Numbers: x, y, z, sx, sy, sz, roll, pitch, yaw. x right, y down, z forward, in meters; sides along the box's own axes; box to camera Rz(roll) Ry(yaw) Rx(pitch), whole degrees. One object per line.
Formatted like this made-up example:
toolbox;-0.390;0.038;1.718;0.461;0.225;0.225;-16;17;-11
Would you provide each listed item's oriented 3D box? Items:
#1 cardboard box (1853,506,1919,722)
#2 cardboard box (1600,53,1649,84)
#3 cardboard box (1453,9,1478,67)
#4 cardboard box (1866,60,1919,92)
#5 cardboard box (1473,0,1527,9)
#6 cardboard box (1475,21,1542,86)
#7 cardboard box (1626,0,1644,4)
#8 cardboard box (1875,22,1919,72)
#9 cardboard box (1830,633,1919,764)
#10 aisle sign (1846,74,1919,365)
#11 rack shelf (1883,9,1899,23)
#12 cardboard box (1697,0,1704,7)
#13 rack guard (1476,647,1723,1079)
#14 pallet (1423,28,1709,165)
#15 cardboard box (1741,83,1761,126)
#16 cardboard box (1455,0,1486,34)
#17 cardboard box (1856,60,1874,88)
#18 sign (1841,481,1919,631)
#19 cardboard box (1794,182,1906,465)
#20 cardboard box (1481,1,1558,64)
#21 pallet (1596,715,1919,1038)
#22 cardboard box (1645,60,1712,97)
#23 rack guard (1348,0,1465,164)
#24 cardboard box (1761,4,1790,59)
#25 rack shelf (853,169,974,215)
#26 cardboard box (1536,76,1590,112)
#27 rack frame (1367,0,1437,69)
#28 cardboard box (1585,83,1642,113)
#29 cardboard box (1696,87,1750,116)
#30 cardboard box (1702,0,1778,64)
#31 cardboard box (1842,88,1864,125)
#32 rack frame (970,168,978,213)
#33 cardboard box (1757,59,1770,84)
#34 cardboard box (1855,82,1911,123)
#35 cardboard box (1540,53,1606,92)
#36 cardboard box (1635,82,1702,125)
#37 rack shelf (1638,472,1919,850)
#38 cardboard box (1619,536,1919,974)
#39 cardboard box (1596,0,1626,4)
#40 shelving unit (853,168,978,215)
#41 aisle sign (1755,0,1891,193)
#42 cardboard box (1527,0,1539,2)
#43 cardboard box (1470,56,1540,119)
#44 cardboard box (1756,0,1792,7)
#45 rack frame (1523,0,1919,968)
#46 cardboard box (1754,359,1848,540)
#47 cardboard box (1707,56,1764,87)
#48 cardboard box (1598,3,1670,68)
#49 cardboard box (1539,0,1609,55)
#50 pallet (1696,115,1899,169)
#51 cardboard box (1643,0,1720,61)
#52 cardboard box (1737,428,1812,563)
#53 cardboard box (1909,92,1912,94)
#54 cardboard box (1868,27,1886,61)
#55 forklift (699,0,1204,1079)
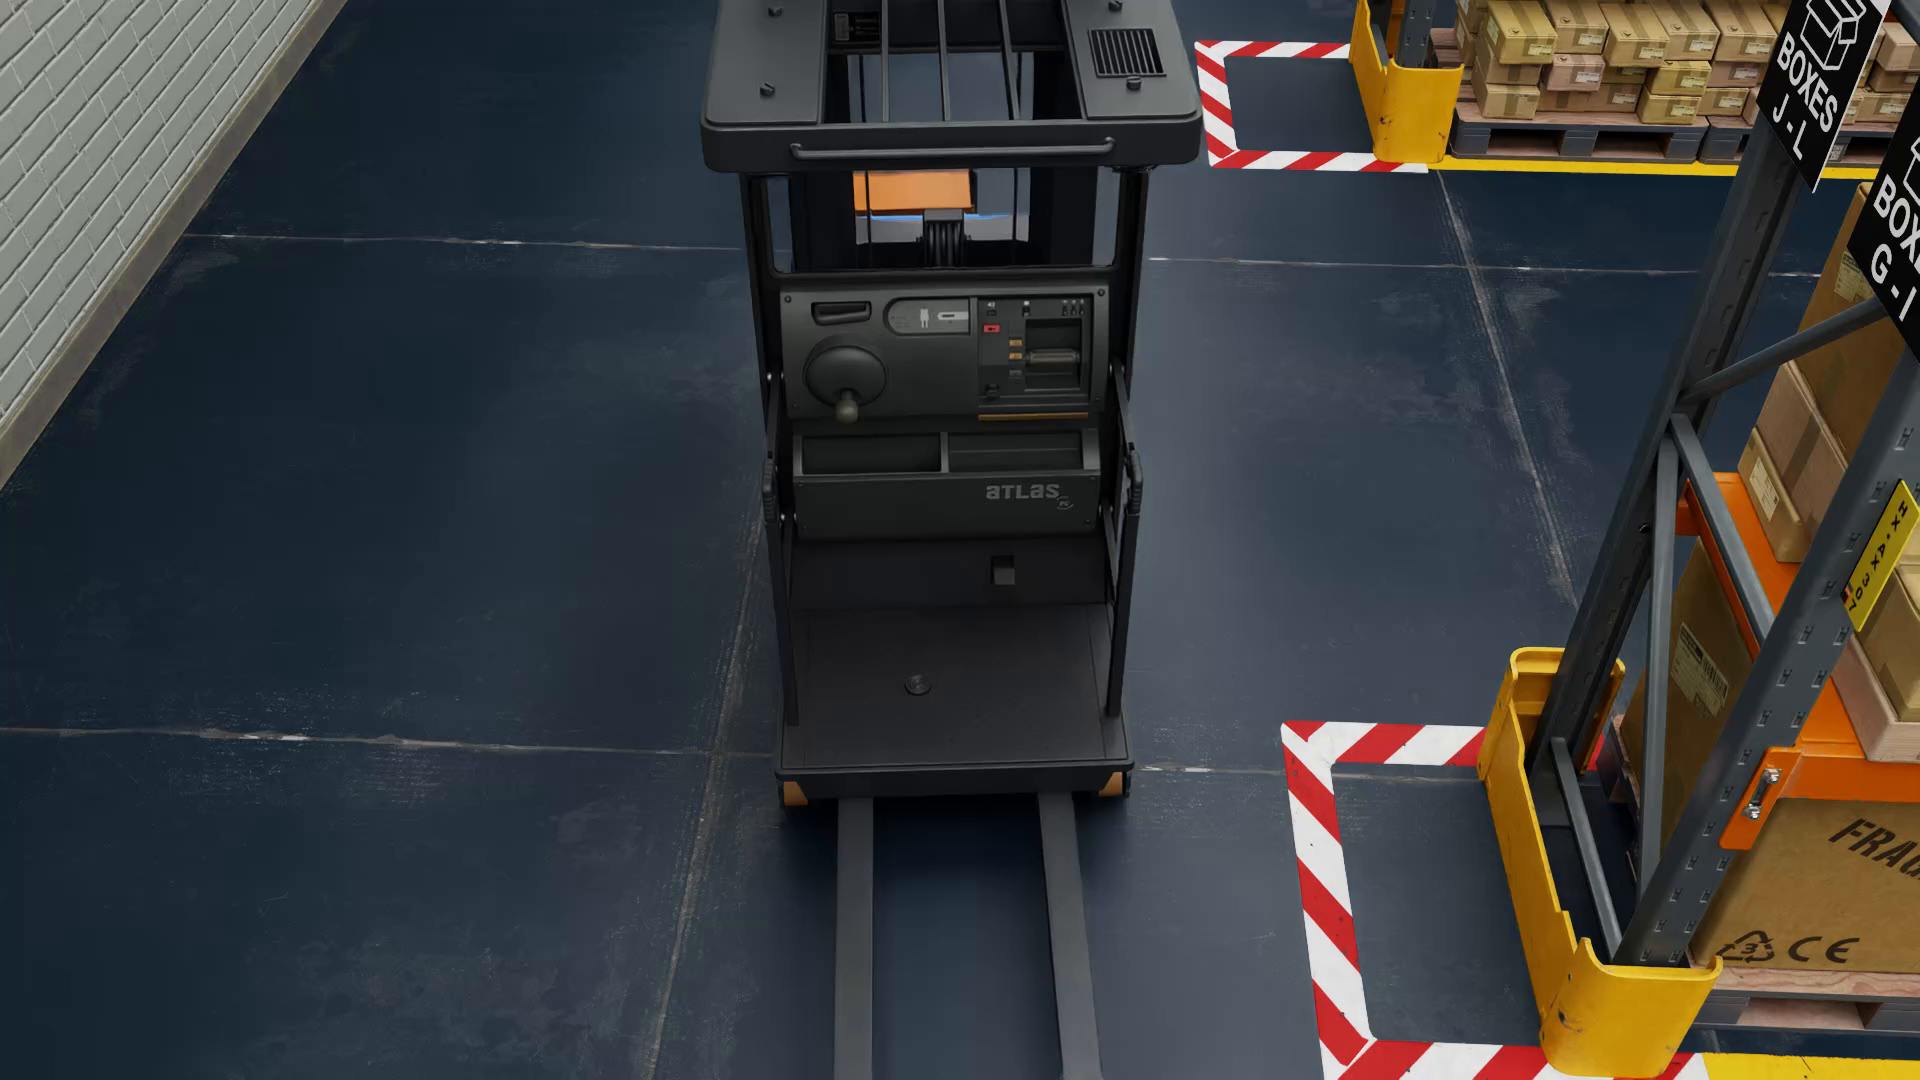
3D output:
cardboard box;2.333;0.148;3.782;0.500;0.250;0.500;1;43;1
cardboard box;3.222;-2.405;8.196;0.250;0.149;0.380;2;43;2
cardboard box;2.726;-2.607;8.631;0.250;0.149;0.380;2;43;3
cardboard box;4.550;-2.348;8.135;0.250;0.149;0.380;0;43;0
cardboard box;2.731;-2.855;8.461;0.250;0.149;0.380;2;43;2
cardboard box;2.702;-2.399;8.190;0.250;0.149;0.380;3;43;4
cardboard box;3.499;-2.836;8.441;0.250;0.149;0.380;0;43;0
cardboard box;4.513;-2.400;7.972;0.250;0.149;0.380;0;43;0
cardboard box;2.206;0.331;3.878;0.250;0.149;0.380;2;43;2
aisle sign;1.781;-0.746;2.942;0.004;0.787;0.394;2;43;2
rack shelf;3.864;-0.769;3.202;4.000;0.370;1.077;2;43;2
cardboard box;3.770;-2.866;8.472;0.250;0.149;0.380;3;43;3
rack guard;1.842;0.917;4.898;0.348;0.500;1.175;2;43;2
pallet;3.076;-2.299;8.563;1.213;0.211;1.003;2;43;2
cardboard box;3.967;-2.200;8.194;0.250;0.149;0.380;0;43;0
cardboard box;2.730;-2.768;8.586;0.250;0.149;0.380;1;43;1
cardboard box;4.285;-2.385;8.174;0.250;0.149;0.380;4;43;4
sign;1.835;0.036;3.318;0.005;0.325;0.100;2;43;2
cardboard box;2.365;-0.489;3.916;0.500;0.500;0.500;2;43;2
cardboard box;2.698;-2.451;8.028;0.250;0.149;0.380;0;43;0
pallet;2.668;0.995;5.027;1.213;0.211;1.003;2;43;2
cardboard box;3.473;-2.323;8.109;0.250;0.149;0.380;3;43;3
rack guard;2.266;-2.454;8.517;0.348;0.500;1.175;2;43;2
cardboard box;4.014;-2.425;7.999;0.250;0.149;0.380;2;43;3
rack shelf;-0.194;-1.230;6.114;0.480;0.148;0.258;-2;43;-2
cardboard box;2.964;-2.295;8.296;0.250;0.149;0.380;2;43;2
rack frame;2.190;-3.371;7.668;0.127;3.000;1.000;2;43;2
cardboard box;3.213;-2.292;8.293;0.250;0.149;0.380;2;43;2
cardboard box;3.722;-2.267;8.266;0.250;0.149;0.380;2;43;2
cardboard box;3.753;-2.464;8.041;0.250;0.149;0.380;3;43;4
cardboard box;4.245;-2.209;8.204;0.250;0.149;0.380;2;43;2
rack frame;0.049;-0.950;6.390;0.015;1.200;0.240;-2;43;-2
cardboard box;4.015;-2.400;8.191;0.250;0.149;0.380;4;43;4
cardboard box;4.488;-2.224;8.220;0.250;0.149;0.380;3;43;3
cardboard box;2.973;-2.352;8.140;0.250;0.149;0.380;2;43;2
cardboard box;3.463;-2.209;8.205;0.250;0.149;0.380;2;43;2
rack shelf;3.864;0.328;4.225;4.000;0.370;1.077;2;43;2
cardboard box;2.509;0.593;4.664;0.875;0.875;0.875;2;43;2
cardboard box;3.243;-2.887;8.495;0.250;0.149;0.380;1;43;1
shelving unit;-0.194;-0.943;6.382;0.503;1.200;0.258;-2;43;-2
aisle sign;1.808;-1.154;3.381;0.004;0.787;0.394;2;43;2
cardboard box;2.979;-2.808;8.411;0.250;0.149;0.380;3;43;3
cardboard box;2.699;-2.247;8.245;0.250;0.149;0.380;3;43;3
cardboard box;4.028;-2.782;8.383;0.250;0.149;0.380;0;43;0
rack frame;1.866;0.004;4.046;0.127;3.000;1.000;2;43;2
cardboard box;2.362;-0.216;4.173;0.500;0.250;0.500;1;43;1
cardboard box;3.742;-2.380;8.169;0.250;0.149;0.380;0;43;0
cardboard box;3.225;-2.430;8.005;0.250;0.149;0.380;2;43;2
cardboard box;2.979;-2.525;8.107;0.250;0.149;0.380;2;43;3
pallet;4.292;-2.260;8.521;1.213;0.211;1.003;2;43;2
cardboard box;3.477;-2.479;8.057;0.250;0.149;0.380;0;43;0
cardboard box;2.237;-0.118;4.360;0.250;0.149;0.380;3;43;3
cardboard box;4.745;-2.170;8.162;0.250;0.149;0.380;2;43;2
cardboard box;4.269;-2.482;8.061;0.250;0.149;0.380;2;43;2
forklift;-0.031;-0.449;4.582;1.130;2.935;3.031;-1;43;-2
